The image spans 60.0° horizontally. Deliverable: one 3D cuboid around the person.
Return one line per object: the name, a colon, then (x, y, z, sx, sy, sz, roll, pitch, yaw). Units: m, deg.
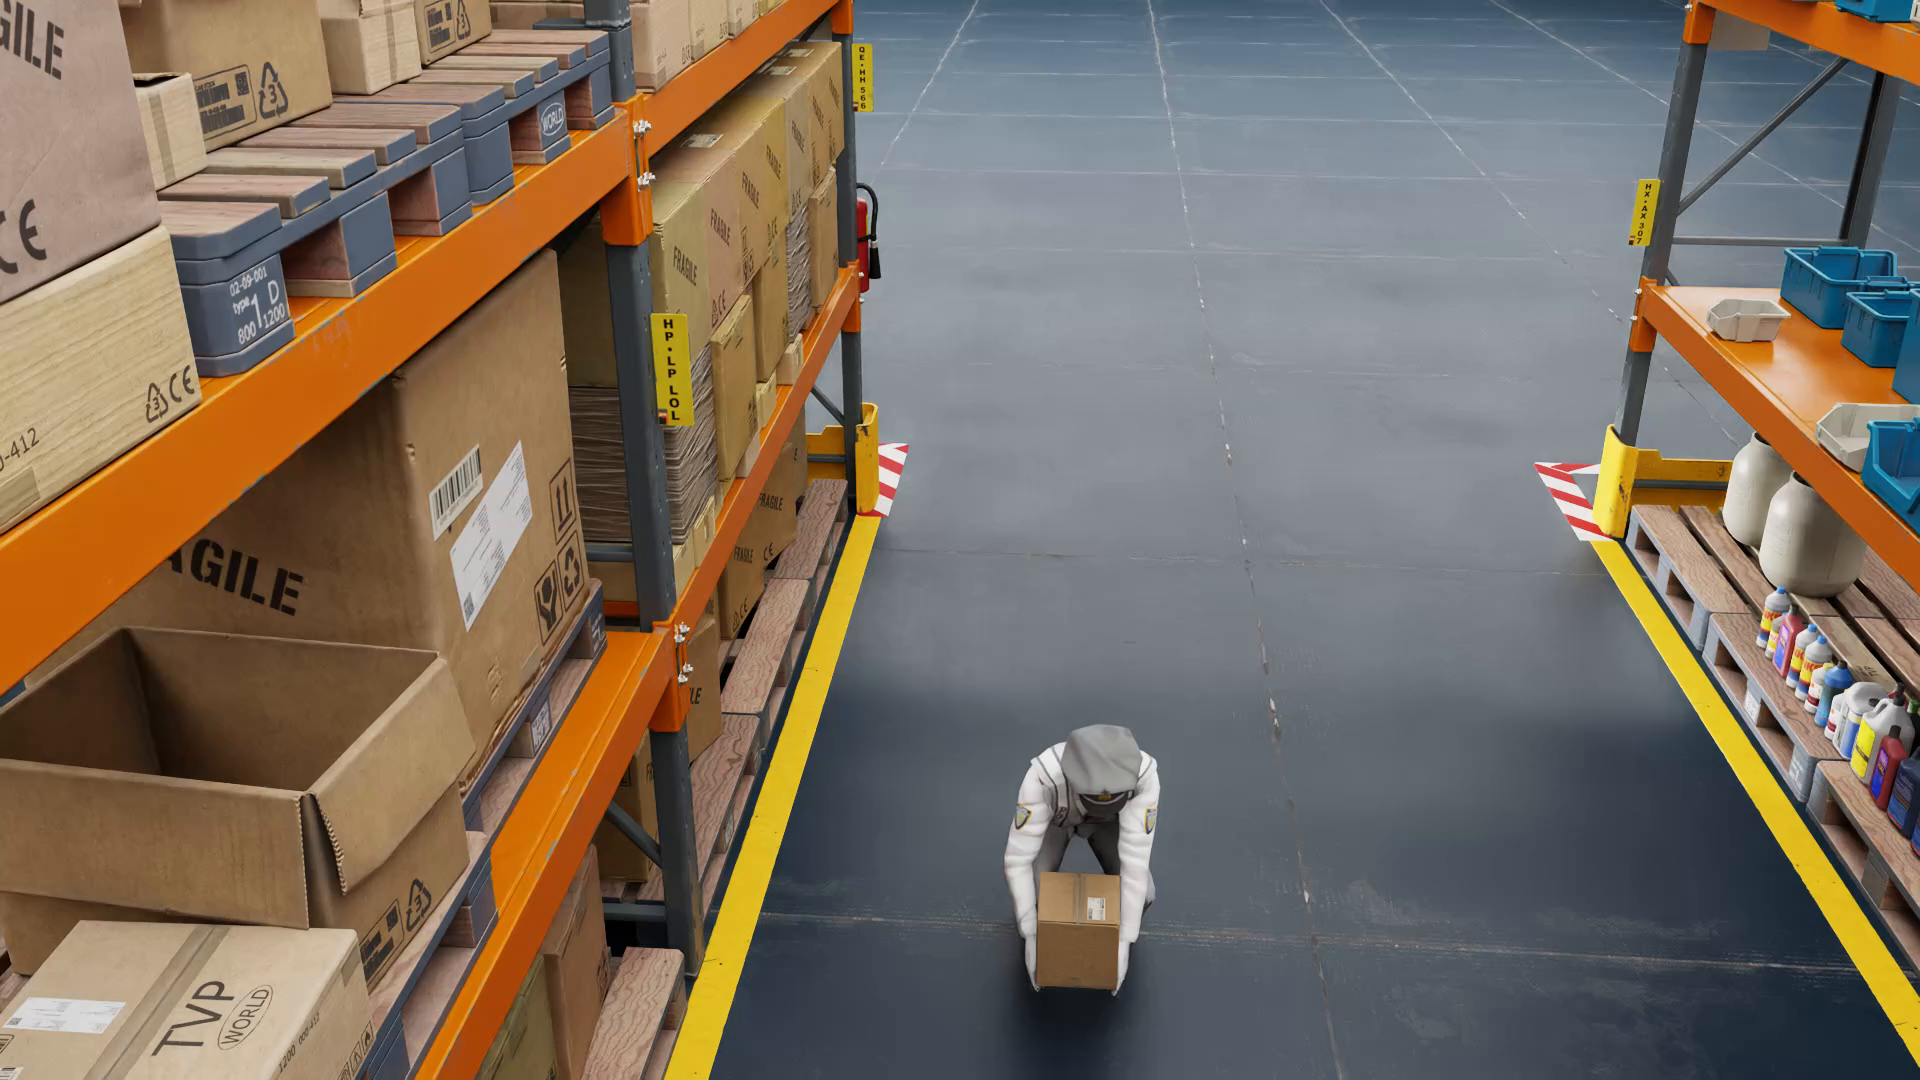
person: (0.394, 0.943, 5.406, 0.492, 0.969, 0.828, 2, 25, 3)
